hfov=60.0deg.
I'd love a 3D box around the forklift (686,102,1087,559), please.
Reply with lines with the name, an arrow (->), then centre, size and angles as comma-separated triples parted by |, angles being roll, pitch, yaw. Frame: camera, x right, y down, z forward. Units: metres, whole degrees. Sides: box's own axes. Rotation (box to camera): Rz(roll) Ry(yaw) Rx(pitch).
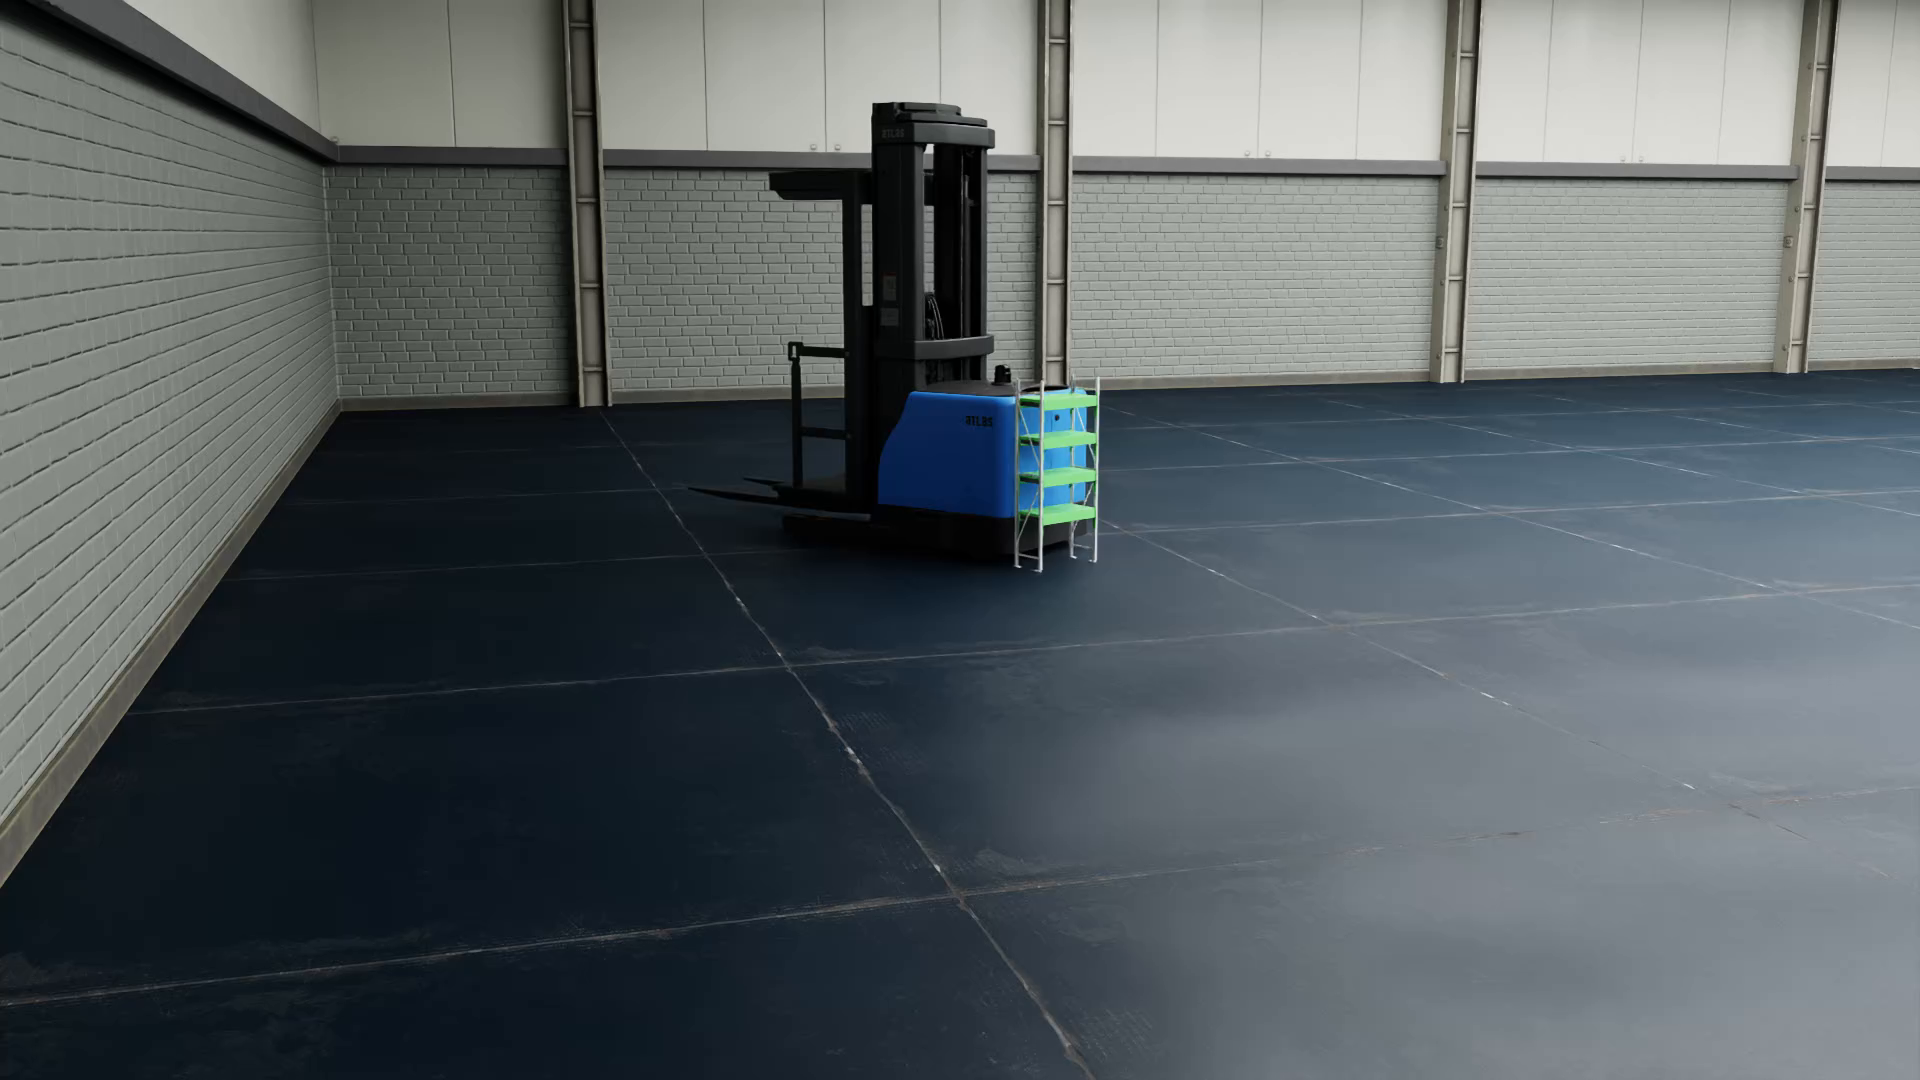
forklift -> -0.625, -1.504, 11.620 | 3.031, 2.935, 1.130 | 7, 13, 35

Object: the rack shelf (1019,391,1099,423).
rack shelf -> 0.616, -0.842, 10.507 | 0.480, 0.148, 0.258 | -9, 14, -40

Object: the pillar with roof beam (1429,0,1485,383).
pillar with roof beam -> 8.198, -5.955, 19.040 | 0.400, 9.000, 9.100 | -3, 11, -16

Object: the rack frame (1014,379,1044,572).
rack frame -> 0.432, -0.404, 10.426 | 0.015, 1.200, 0.240 | -9, 14, -40

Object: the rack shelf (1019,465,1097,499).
rack shelf -> 0.616, -0.370, 10.594 | 0.480, 0.148, 0.258 | -9, 14, -40

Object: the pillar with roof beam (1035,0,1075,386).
pillar with roof beam -> 2.437, -5.652, 17.391 | 0.400, 9.000, 9.100 | -3, 11, -16

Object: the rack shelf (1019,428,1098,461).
rack shelf -> 0.616, -0.606, 10.551 | 0.480, 0.148, 0.258 | -9, 14, -40

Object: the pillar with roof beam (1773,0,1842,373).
pillar with roof beam -> 13.959, -6.259, 20.689 | 0.400, 9.000, 9.100 | -3, 11, -16

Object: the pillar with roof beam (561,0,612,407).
pillar with roof beam -> -3.324, -5.348, 15.742 | 0.400, 9.000, 9.100 | -3, 11, -16

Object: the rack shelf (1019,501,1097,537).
rack shelf -> 0.616, -0.134, 10.638 | 0.480, 0.148, 0.258 | -9, 14, -40

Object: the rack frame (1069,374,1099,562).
rack frame -> 0.800, -0.462, 10.740 | 0.015, 1.200, 0.240 | -9, 14, -40

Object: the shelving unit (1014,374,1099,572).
shelving unit -> 0.616, -0.433, 10.583 | 0.503, 1.200, 0.258 | -9, 14, -40
